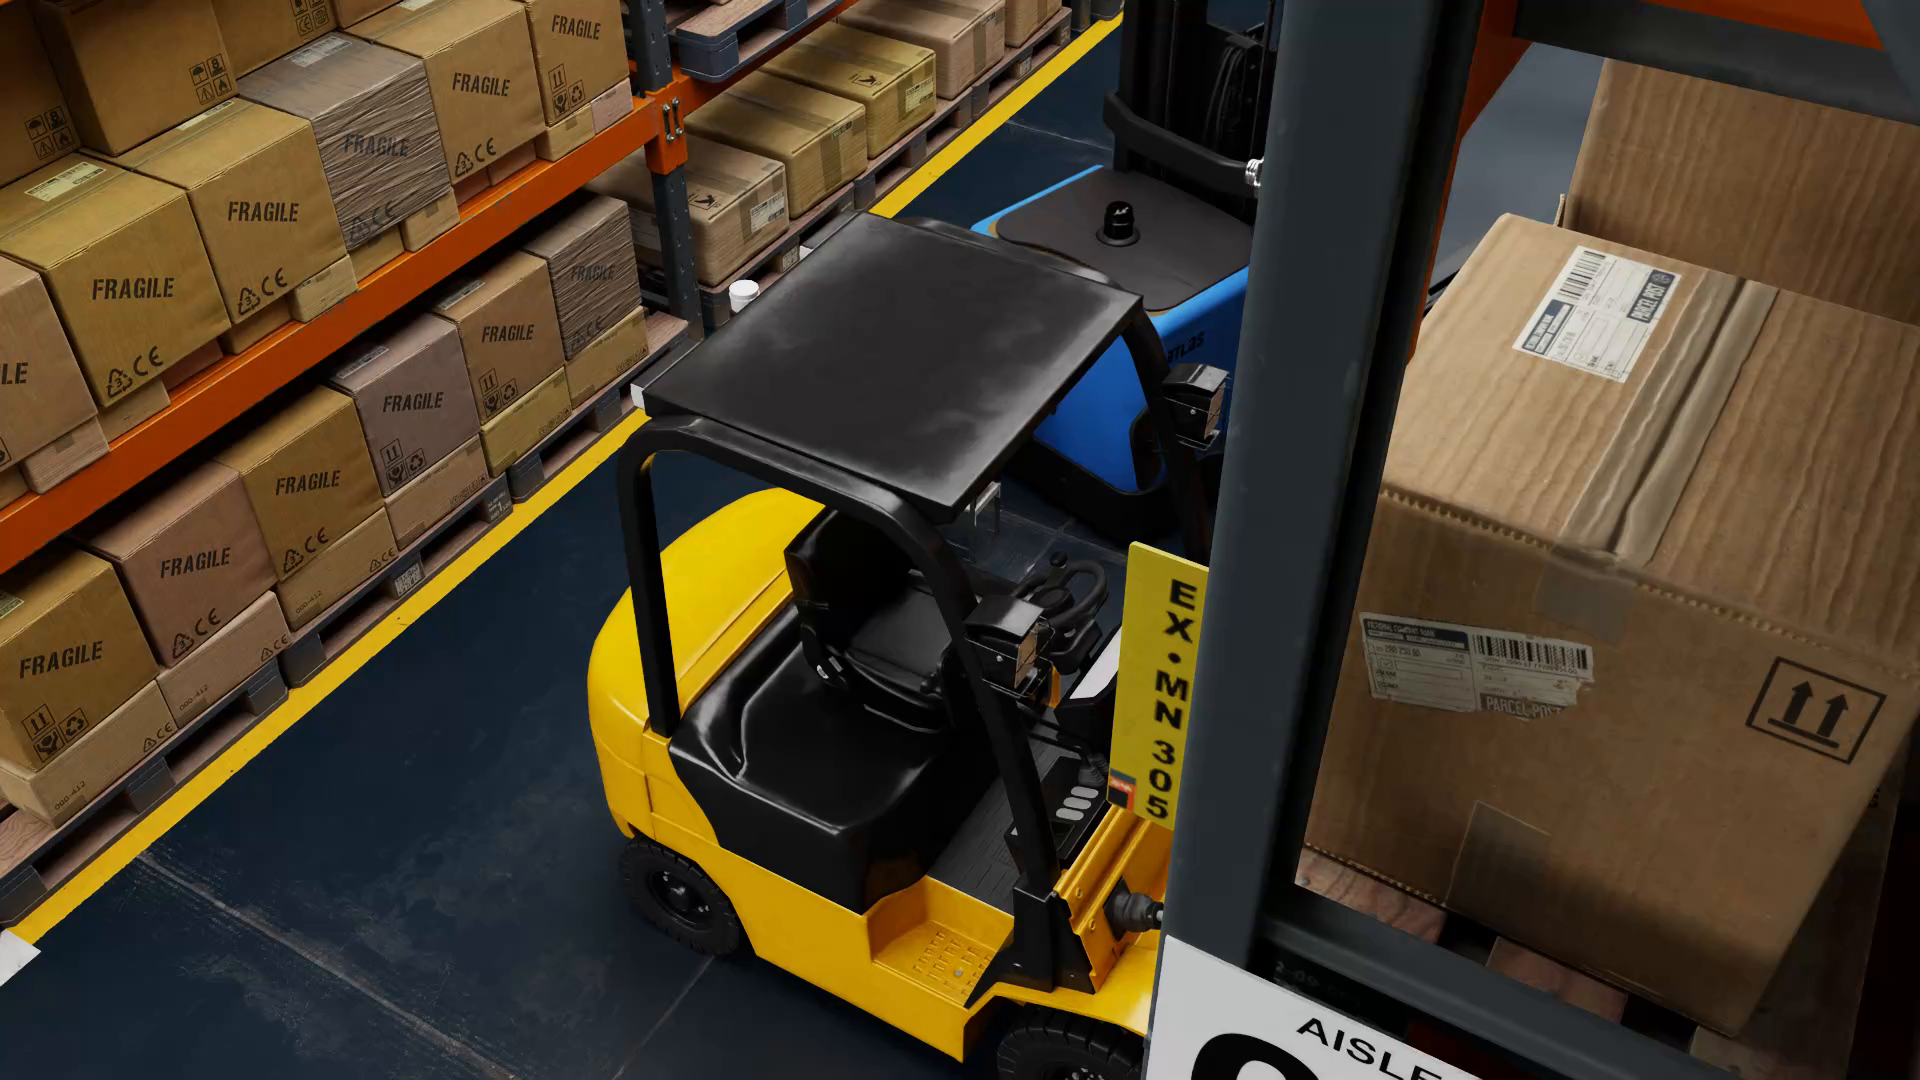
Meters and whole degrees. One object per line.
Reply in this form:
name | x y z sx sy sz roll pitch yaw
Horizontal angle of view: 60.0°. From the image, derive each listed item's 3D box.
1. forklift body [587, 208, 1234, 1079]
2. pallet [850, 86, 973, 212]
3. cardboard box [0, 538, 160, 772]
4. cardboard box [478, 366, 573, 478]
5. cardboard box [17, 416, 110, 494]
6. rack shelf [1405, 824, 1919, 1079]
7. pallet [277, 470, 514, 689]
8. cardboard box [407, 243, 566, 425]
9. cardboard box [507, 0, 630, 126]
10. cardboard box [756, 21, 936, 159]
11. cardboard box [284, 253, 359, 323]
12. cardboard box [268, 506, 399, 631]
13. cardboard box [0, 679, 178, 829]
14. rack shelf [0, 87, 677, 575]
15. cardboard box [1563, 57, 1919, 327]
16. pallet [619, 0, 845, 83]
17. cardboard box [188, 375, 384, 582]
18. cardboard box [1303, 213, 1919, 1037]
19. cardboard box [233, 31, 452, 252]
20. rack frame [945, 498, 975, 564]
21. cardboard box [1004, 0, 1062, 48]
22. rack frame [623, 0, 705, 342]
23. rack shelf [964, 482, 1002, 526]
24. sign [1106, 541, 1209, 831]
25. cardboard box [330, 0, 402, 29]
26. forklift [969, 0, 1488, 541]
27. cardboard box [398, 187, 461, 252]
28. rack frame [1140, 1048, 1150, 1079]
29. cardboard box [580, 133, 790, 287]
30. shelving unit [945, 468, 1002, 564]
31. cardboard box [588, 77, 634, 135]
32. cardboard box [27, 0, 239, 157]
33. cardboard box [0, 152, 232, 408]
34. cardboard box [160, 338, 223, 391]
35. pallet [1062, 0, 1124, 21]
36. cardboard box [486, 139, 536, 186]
forklift body | 0.014 0.386 4.685 2.313 2.155 1.214 21 45 22
pallet | -0.655 -2.273 9.171 1.003 0.211 1.213 21 45 22
cardboard box | -3.000 0.325 5.307 0.500 0.500 0.500 19 45 21
cardboard box | -1.974 -0.563 6.883 0.500 0.250 0.500 20 45 21
cardboard box | -2.821 -0.320 5.034 0.380 0.149 0.250 22 46 23
rack shelf | 1.646 -0.245 3.033 1.077 0.370 4.000 21 45 22
pallet | -2.568 -0.030 6.624 1.003 0.211 1.213 21 45 22
cardboard box | -1.969 -0.861 6.653 0.500 0.500 0.500 22 46 23
cardboard box | -1.660 -1.985 6.434 0.500 0.500 0.500 20 45 21
cardboard box | -0.689 -2.456 8.940 0.950 0.372 0.625 22 46 23
cardboard box | -2.307 -0.916 5.710 0.380 0.149 0.250 21 46 22
cardboard box | -2.487 0.014 6.227 0.500 0.250 0.500 24 47 25
cardboard box | -3.011 0.620 5.539 0.500 0.250 0.500 21 45 22
rack shelf | -2.654 -0.758 5.886 1.077 0.370 4.000 21 45 22
cardboard box | 1.255 -0.490 2.298 0.700 0.500 0.500 21 46 22
pallet | -1.144 -2.490 7.453 1.003 0.211 1.213 21 45 22
cardboard box | -2.484 -0.260 5.971 0.500 0.500 0.500 22 46 23
cardboard box | 0.655 0.063 1.670 0.500 0.500 0.500 22 46 23
cardboard box | -2.167 -1.390 5.758 0.500 0.500 0.500 22 46 23
rack frame | -0.047 -0.284 6.392 0.240 0.900 0.006 21 45 22
cardboard box | 0.058 -3.313 9.913 0.950 0.372 0.625 18 44 19
rack frame | -1.653 -2.173 6.948 1.000 3.000 0.127 21 45 22
rack shelf | 0.004 -0.182 6.599 0.258 0.077 0.200 21 45 22
sign | 0.182 0.140 1.442 0.100 0.325 0.005 21 45 22
cardboard box | -2.335 -2.232 5.958 0.700 0.500 0.500 21 46 22
forklift | 1.425 -1.948 6.744 3.031 2.935 1.130 -32 50 -31
cardboard box | -2.055 -1.211 6.046 0.380 0.149 0.250 20 45 21
rack frame | 0.645 1.755 2.487 1.000 3.000 0.127 21 45 22
cardboard box | -1.392 -1.645 8.019 0.950 0.372 0.625 21 46 23
shelving unit | 0.004 -0.342 6.458 0.258 0.900 0.210 21 45 22
cardboard box | -1.550 -1.794 6.707 0.380 0.149 0.250 20 45 22
cardboard box | -2.792 -1.625 5.269 0.700 0.500 0.500 21 45 22
cardboard box | -2.667 -0.802 5.090 0.500 0.500 0.500 20 45 21
cardboard box | -2.641 -0.650 5.409 0.380 0.149 0.250 22 46 23
pallet | 0.809 -3.841 10.952 1.003 0.211 1.213 21 45 22
cardboard box | -1.867 -1.525 6.403 0.380 0.149 0.250 21 46 22
